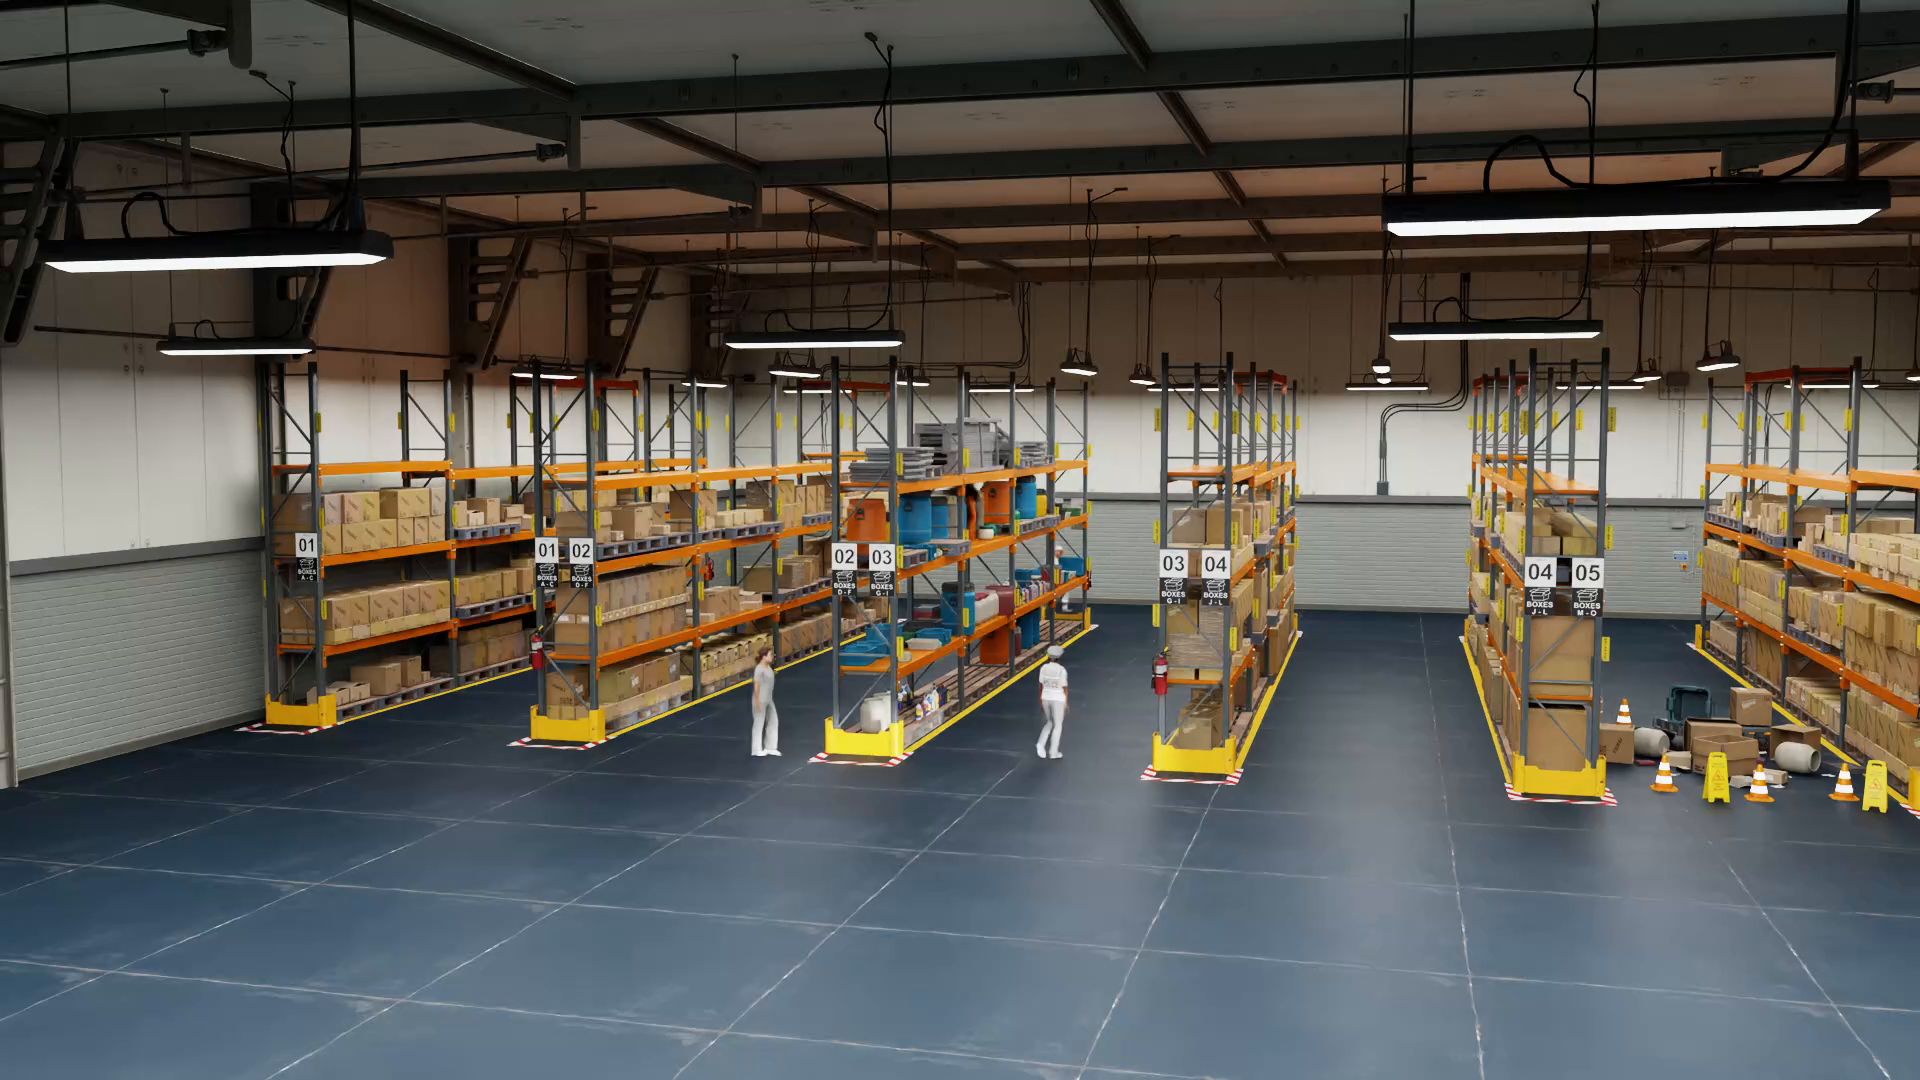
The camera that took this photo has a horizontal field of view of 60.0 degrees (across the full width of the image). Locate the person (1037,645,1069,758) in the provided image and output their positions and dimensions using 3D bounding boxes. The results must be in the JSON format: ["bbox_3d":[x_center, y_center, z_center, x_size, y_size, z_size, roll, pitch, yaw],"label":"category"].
[{"bbox_3d":[1.393,2.410,24.689,0.447,1.684,0.450,4,6,43],"label":"person"}]

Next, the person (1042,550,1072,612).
[{"bbox_3d":[2.580,1.056,43.966,0.862,1.702,0.545,3,5,32],"label":"person"}]

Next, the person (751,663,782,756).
[{"bbox_3d":[-2.947,2.561,24.981,0.432,1.452,0.495,1,4,19],"label":"person"}]
